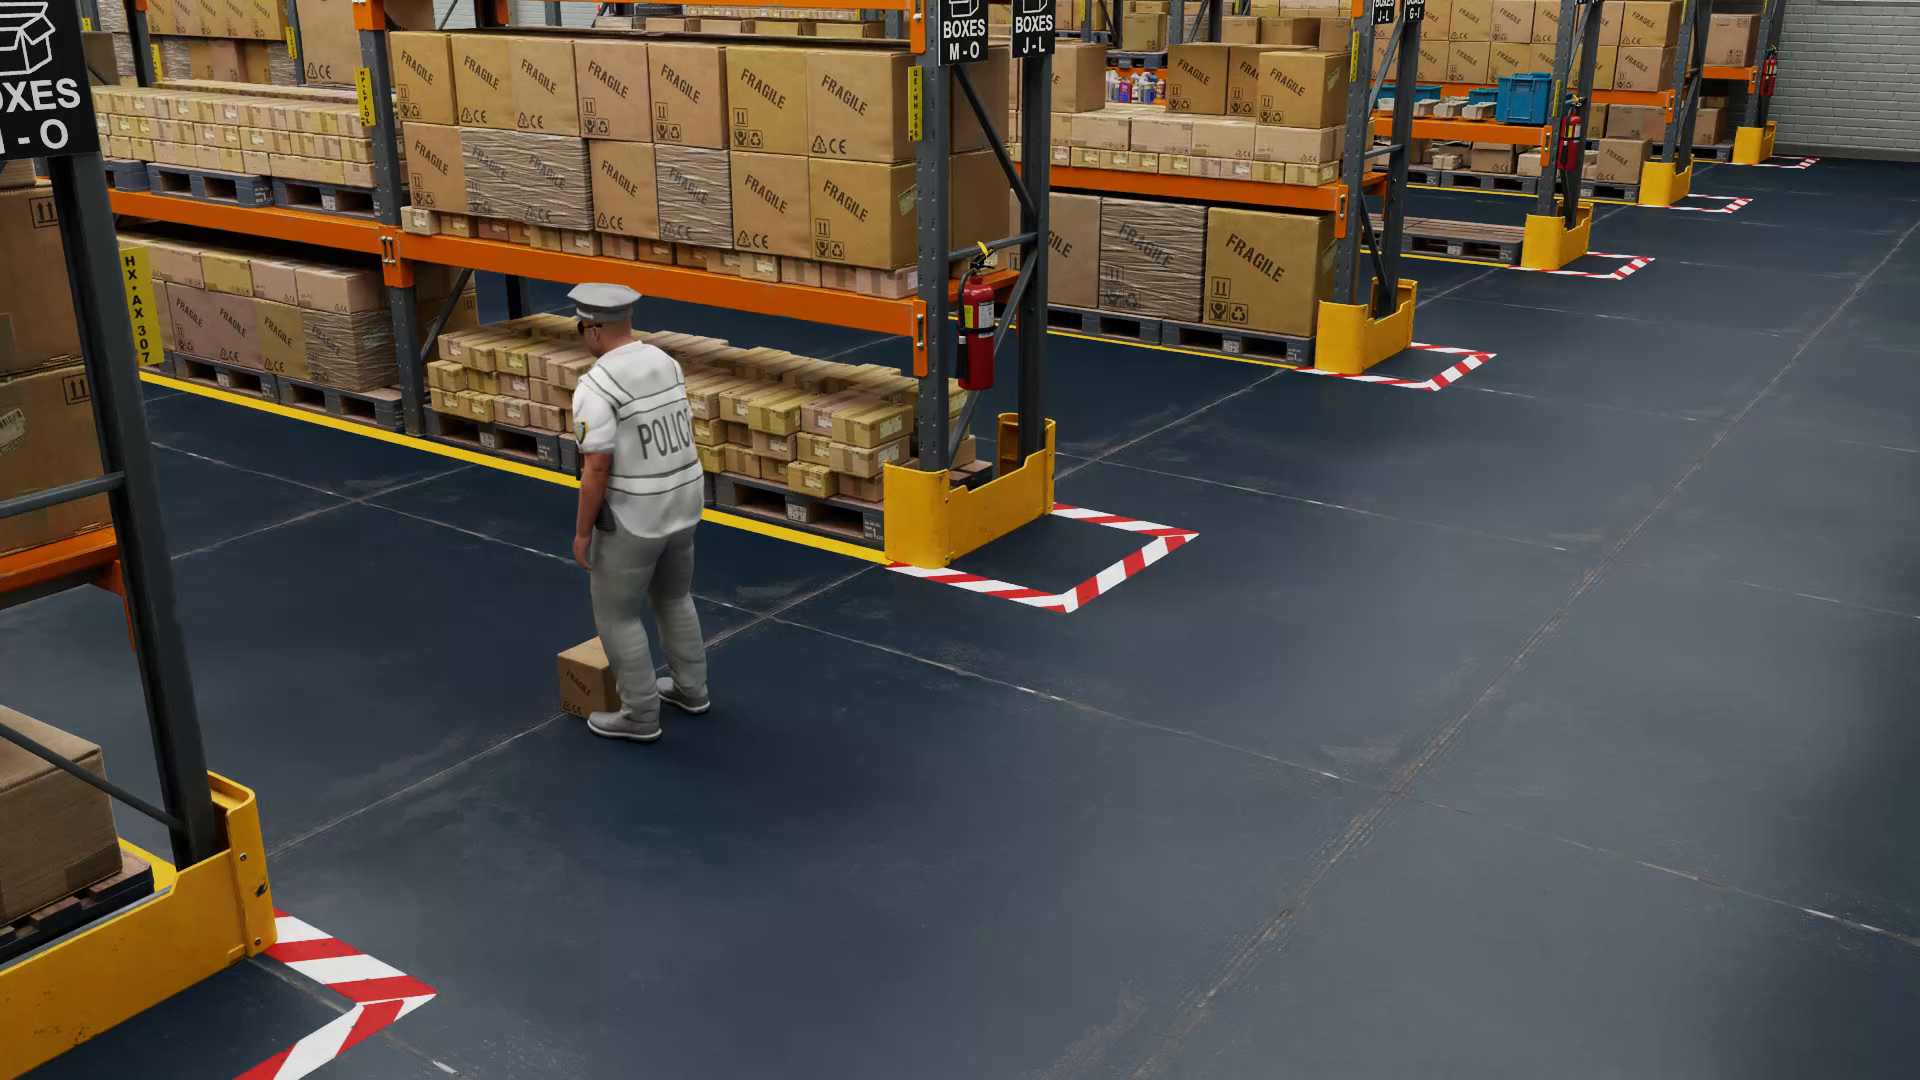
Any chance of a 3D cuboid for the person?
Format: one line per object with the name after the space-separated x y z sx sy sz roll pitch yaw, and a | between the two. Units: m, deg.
-1.210 -0.093 6.318 0.430 1.749 0.599 12 23 30 | person
